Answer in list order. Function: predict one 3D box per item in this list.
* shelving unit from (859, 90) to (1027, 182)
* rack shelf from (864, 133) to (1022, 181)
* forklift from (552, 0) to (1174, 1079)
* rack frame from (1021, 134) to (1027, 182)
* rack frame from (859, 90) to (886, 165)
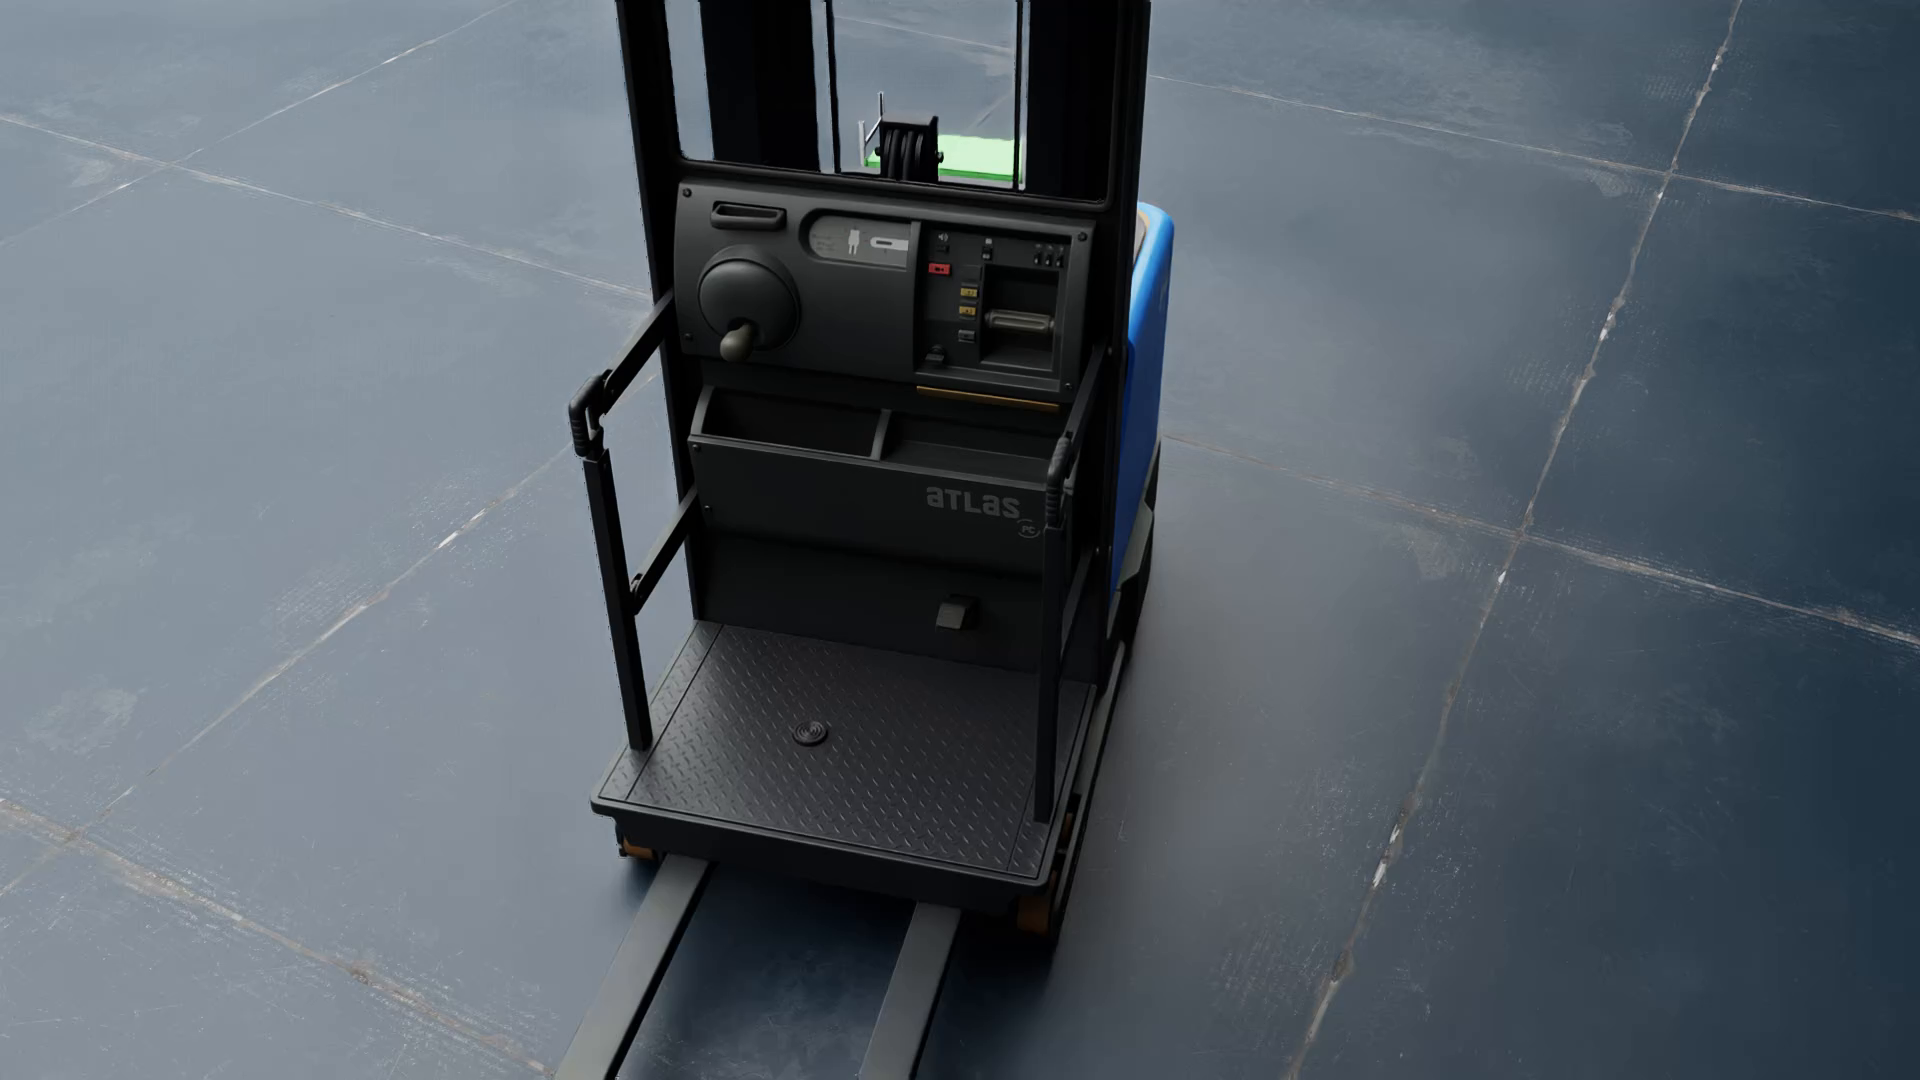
[{"bbox_3d":[-0.025,-0.790,5.298,0.503,1.200,0.258,8,38,11],"label":"shelving unit"},{"bbox_3d":[-0.025,-1.122,5.047,0.480,0.148,0.258,8,38,11],"label":"rack shelf"},{"bbox_3d":[-0.226,-0.477,3.454,1.130,2.935,3.031,8,38,11],"label":"forklift"},{"bbox_3d":[0.213,-0.756,5.254,0.015,1.200,0.240,8,38,11],"label":"rack frame"},{"bbox_3d":[-0.262,-0.824,5.343,0.015,1.200,0.240,8,38,11],"label":"rack frame"}]
